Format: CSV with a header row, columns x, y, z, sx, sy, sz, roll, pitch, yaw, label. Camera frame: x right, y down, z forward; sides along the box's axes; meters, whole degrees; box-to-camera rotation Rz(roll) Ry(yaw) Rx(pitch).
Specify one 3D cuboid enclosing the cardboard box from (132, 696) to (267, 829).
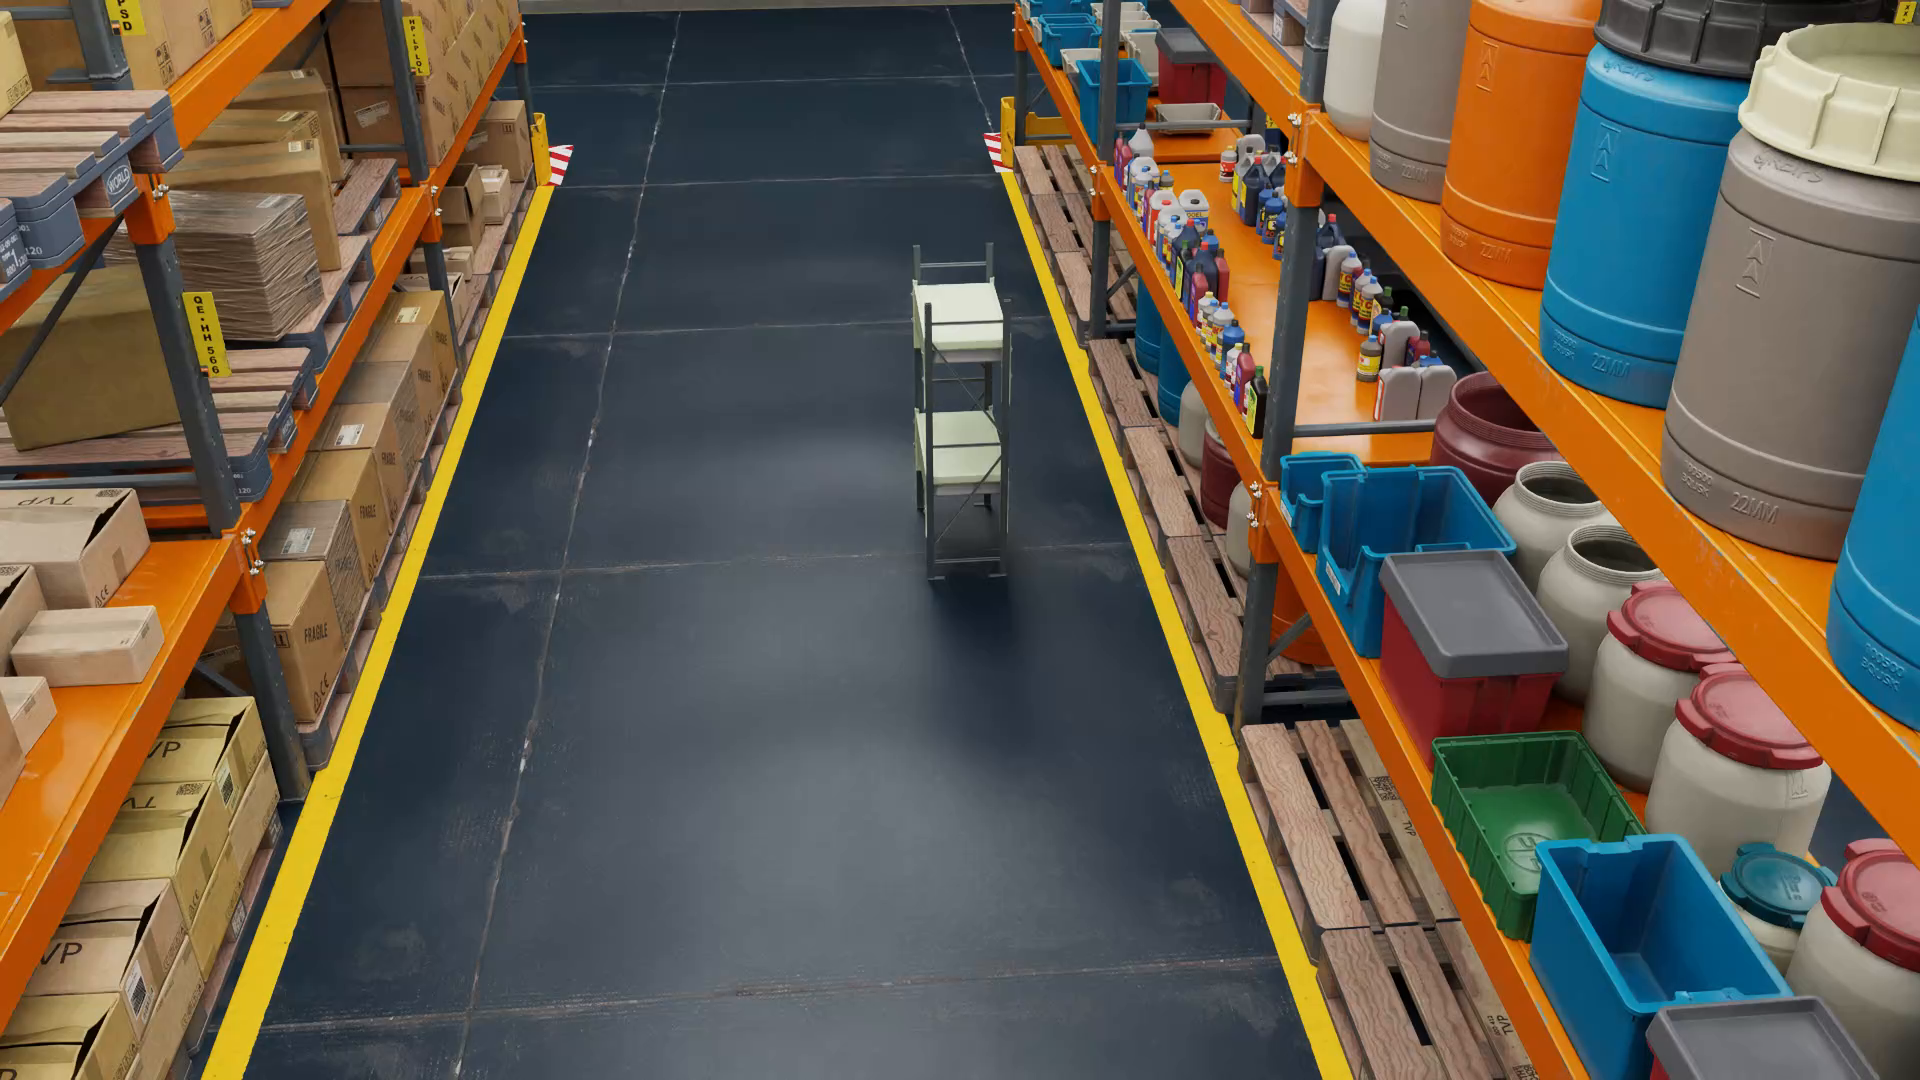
x,y,z,sx,sy,sz,roll,pitch,yaw,label
-2.935,0.813,6.189,0.500,0.311,0.500,-2,31,-3,cardboard box

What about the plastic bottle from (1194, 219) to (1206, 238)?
x,y,z,sx,sy,sz,roll,pitch,yaw,label
1.223,-1.564,8.638,0.097,0.201,0.097,0,31,0,plastic bottle

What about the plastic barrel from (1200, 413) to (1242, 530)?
x,y,z,sx,sy,sz,roll,pitch,yaw,label
1.534,-0.408,8.451,0.600,0.588,0.708,-3,31,-5,plastic barrel

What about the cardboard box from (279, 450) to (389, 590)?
x,y,z,sx,sy,sz,roll,pitch,yaw,label
-3.084,-0.088,7.980,0.500,0.500,0.500,-3,31,-5,cardboard box

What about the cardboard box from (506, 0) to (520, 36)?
x,y,z,sx,sy,sz,roll,pitch,yaw,label
-3.664,-4.114,12.615,0.500,0.500,0.500,-2,31,-3,cardboard box

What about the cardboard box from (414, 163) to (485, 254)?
x,y,z,sx,sy,sz,roll,pitch,yaw,label
-3.784,-2.321,11.716,0.797,0.503,0.637,-3,31,-5,cardboard box

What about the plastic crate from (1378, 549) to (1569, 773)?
x,y,z,sx,sy,sz,roll,pitch,yaw,label
1.549,0.374,5.136,0.402,0.464,0.583,-3,31,-5,plastic crate

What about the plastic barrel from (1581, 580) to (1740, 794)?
x,y,z,sx,sy,sz,roll,pitch,yaw,label
2.096,0.452,4.936,0.433,0.535,0.433,0,31,0,plastic barrel

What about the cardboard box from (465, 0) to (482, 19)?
x,y,z,sx,sy,sz,roll,pitch,yaw,label
-3.513,-3.760,11.048,0.500,0.500,0.500,-2,31,-3,cardboard box

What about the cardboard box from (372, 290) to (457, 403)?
x,y,z,sx,sy,sz,roll,pitch,yaw,label
-3.272,-1.122,9.712,0.500,0.500,0.500,-3,31,-5,cardboard box

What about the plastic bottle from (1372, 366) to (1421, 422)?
x,y,z,sx,sy,sz,roll,pitch,yaw,label
1.832,-0.614,6.973,0.152,0.276,0.135,-3,31,-5,plastic bottle

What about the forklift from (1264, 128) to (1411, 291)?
x,y,z,sx,sy,sz,roll,pitch,yaw,label
2.821,-2.963,10.853,1.130,2.935,3.031,-4,31,-6,forklift

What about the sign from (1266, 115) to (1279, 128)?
x,y,z,sx,sy,sz,roll,pitch,yaw,label
1.877,-2.624,9.948,0.100,0.325,0.005,-3,31,-5,sign

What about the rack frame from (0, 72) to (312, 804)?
x,y,z,sx,sy,sz,roll,pitch,yaw,label
-3.229,-0.202,6.164,1.000,3.000,0.127,-3,31,-5,rack frame

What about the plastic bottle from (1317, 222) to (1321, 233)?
x,y,z,sx,sy,sz,roll,pitch,yaw,label
1.793,-1.479,8.426,0.097,0.271,0.097,0,31,0,plastic bottle

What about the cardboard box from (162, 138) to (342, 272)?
x,y,z,sx,sy,sz,roll,pitch,yaw,label
-3.377,-1.569,7.944,0.700,0.500,0.500,-11,32,-17,cardboard box

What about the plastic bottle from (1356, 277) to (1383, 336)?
x,y,z,sx,sy,sz,roll,pitch,yaw,label
1.923,-1.102,7.795,0.097,0.271,0.097,0,31,0,plastic bottle

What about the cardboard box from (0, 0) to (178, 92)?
x,y,z,sx,sy,sz,roll,pitch,yaw,label
-3.304,-1.754,5.739,0.910,0.500,0.500,-3,31,-5,cardboard box

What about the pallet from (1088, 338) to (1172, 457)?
x,y,z,sx,sy,sz,roll,pitch,yaw,label
1.359,-0.887,10.029,1.003,0.211,1.213,-3,31,-5,pallet

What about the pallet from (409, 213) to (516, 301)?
x,y,z,sx,sy,sz,roll,pitch,yaw,label
-3.784,-2.022,11.930,1.003,0.211,1.213,-3,31,-5,pallet

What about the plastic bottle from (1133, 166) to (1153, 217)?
x,y,z,sx,sy,sz,roll,pitch,yaw,label
1.011,-1.923,9.170,0.097,0.271,0.097,0,31,0,plastic bottle

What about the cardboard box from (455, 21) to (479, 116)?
x,y,z,sx,sy,sz,roll,pitch,yaw,label
-3.475,-3.078,10.880,0.500,0.500,0.500,-3,31,-5,cardboard box

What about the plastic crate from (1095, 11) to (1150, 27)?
x,y,z,sx,sy,sz,roll,pitch,yaw,label
1.224,-3.878,12.517,0.396,0.136,0.243,-3,31,-5,plastic crate

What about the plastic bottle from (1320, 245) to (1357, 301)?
x,y,z,sx,sy,sz,roll,pitch,yaw,label
1.854,-1.329,8.171,0.152,0.276,0.135,-3,31,-5,plastic bottle

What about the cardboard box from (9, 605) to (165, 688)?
x,y,z,sx,sy,sz,roll,pitch,yaw,label
-2.870,0.351,5.482,0.380,0.149,0.250,-3,31,-5,cardboard box

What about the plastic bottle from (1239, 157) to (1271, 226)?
x,y,z,sx,sy,sz,roll,pitch,yaw,label
1.614,-1.904,9.060,0.144,0.351,0.185,-3,31,-5,plastic bottle

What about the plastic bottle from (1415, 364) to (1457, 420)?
x,y,z,sx,sy,sz,roll,pitch,yaw,label
1.984,-0.621,6.985,0.152,0.276,0.135,-3,31,-5,plastic bottle

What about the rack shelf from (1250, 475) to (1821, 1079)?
x,y,z,sx,sy,sz,roll,pitch,yaw,label
1.889,0.892,5.033,1.077,0.370,4.000,-3,31,-5,rack shelf

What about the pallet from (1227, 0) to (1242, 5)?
x,y,z,sx,sy,sz,roll,pitch,yaw,label
1.608,-2.712,7.625,1.003,0.211,1.213,-3,31,-5,pallet

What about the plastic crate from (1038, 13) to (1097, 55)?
x,y,z,sx,sy,sz,roll,pitch,yaw,label
0.773,-3.662,12.061,0.416,0.233,0.300,-3,31,-5,plastic crate

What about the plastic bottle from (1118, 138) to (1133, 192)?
x,y,z,sx,sy,sz,roll,pitch,yaw,label
0.951,-2.154,9.545,0.061,0.283,0.133,-3,31,-5,plastic bottle

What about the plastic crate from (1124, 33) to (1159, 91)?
x,y,z,sx,sy,sz,roll,pitch,yaw,label
1.370,-3.243,11.312,0.437,0.282,0.530,-3,31,-5,plastic crate

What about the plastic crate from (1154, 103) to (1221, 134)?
x,y,z,sx,sy,sz,roll,pitch,yaw,label
1.428,-2.637,10.438,0.396,0.136,0.243,-3,31,-5,plastic crate

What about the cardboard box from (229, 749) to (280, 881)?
x,y,z,sx,sy,sz,roll,pitch,yaw,label
-2.937,1.055,6.331,0.500,0.250,0.500,-2,31,-3,cardboard box

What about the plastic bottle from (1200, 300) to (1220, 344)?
x,y,z,sx,sy,sz,roll,pitch,yaw,label
1.171,-1.014,7.717,0.097,0.201,0.097,0,31,0,plastic bottle

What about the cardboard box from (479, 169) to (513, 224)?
x,y,z,sx,sy,sz,roll,pitch,yaw,label
-3.622,-2.543,12.335,0.500,0.250,0.500,-3,31,-5,cardboard box

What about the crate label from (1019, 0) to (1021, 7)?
x,y,z,sx,sy,sz,roll,pitch,yaw,label
0.650,-4.334,13.186,0.416,0.233,0.303,-3,31,-5,crate label

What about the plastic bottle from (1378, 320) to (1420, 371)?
x,y,z,sx,sy,sz,roll,pitch,yaw,label
1.941,-0.857,7.381,0.152,0.276,0.135,-3,31,-5,plastic bottle

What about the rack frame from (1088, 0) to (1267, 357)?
x,y,z,sx,sy,sz,roll,pitch,yaw,label
1.329,-2.480,9.977,1.000,3.000,0.127,-3,31,-5,rack frame

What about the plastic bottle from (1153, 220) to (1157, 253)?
x,y,z,sx,sy,sz,roll,pitch,yaw,label
1.063,-1.607,8.709,0.097,0.201,0.097,0,31,0,plastic bottle

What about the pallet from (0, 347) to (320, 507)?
x,y,z,sx,sy,sz,roll,pitch,yaw,label
-3.363,-0.463,6.787,1.213,0.211,1.003,-3,31,-5,pallet

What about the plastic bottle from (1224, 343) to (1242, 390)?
x,y,z,sx,sy,sz,roll,pitch,yaw,label
1.217,-0.766,7.301,0.097,0.201,0.097,0,31,0,plastic bottle

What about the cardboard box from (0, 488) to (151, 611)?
x,y,z,sx,sy,sz,roll,pitch,yaw,label
-3.239,0.024,5.872,0.500,0.311,0.500,-1,31,-1,cardboard box

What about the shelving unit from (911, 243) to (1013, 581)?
x,y,z,sx,sy,sz,roll,pitch,yaw,label
0.001,-0.640,8.360,0.431,1.500,0.755,-3,31,-5,shelving unit

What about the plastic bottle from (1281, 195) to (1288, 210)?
x,y,z,sx,sy,sz,roll,pitch,yaw,label
1.781,-1.728,8.839,0.152,0.276,0.135,-3,31,-5,plastic bottle

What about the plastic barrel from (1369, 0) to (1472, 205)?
x,y,z,sx,sy,sz,roll,pitch,yaw,label
1.563,-1.511,4.941,0.600,0.901,0.600,0,31,0,plastic barrel

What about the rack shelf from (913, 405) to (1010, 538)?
x,y,z,sx,sy,sz,roll,pitch,yaw,label
0.001,-0.361,8.527,0.431,0.370,0.720,-3,31,-5,rack shelf

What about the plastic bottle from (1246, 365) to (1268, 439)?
x,y,z,sx,sy,sz,roll,pitch,yaw,label
1.240,-0.574,6.899,0.061,0.283,0.133,-3,31,-5,plastic bottle

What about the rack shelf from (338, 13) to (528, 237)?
x,y,z,sx,sy,sz,roll,pitch,yaw,label
-3.790,-2.957,11.477,1.077,0.370,4.000,-3,31,-5,rack shelf

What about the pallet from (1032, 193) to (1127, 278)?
x,y,z,sx,sy,sz,roll,pitch,yaw,label
1.104,-2.281,12.363,1.003,0.211,1.213,-3,31,-5,pallet

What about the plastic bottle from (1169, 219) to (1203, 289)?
x,y,z,sx,sy,sz,roll,pitch,yaw,label
1.130,-1.432,8.270,0.144,0.351,0.185,-3,31,-5,plastic bottle

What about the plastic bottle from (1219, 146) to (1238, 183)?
x,y,z,sx,sy,sz,roll,pitch,yaw,label
1.565,-2.194,9.691,0.097,0.201,0.097,0,31,0,plastic bottle

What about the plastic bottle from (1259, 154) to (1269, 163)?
x,y,z,sx,sy,sz,roll,pitch,yaw,label
1.722,-2.055,9.385,0.152,0.276,0.135,-3,31,-5,plastic bottle

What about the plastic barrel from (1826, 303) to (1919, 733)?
x,y,z,sx,sy,sz,roll,pitch,yaw,label
1.813,-0.148,2.658,0.600,0.901,0.708,-3,31,-5,plastic barrel

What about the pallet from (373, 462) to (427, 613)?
x,y,z,sx,sy,sz,roll,pitch,yaw,label
-3.372,-0.010,8.560,1.003,0.211,1.213,-3,31,-5,pallet

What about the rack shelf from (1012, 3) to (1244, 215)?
x,y,z,sx,sy,sz,roll,pitch,yaw,label
1.142,-3.192,11.871,1.077,0.370,4.000,-3,31,-5,rack shelf

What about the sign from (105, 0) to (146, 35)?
x,y,z,sx,sy,sz,roll,pitch,yaw,label
-2.676,-1.769,5.279,0.100,0.325,0.005,-3,31,-5,sign
